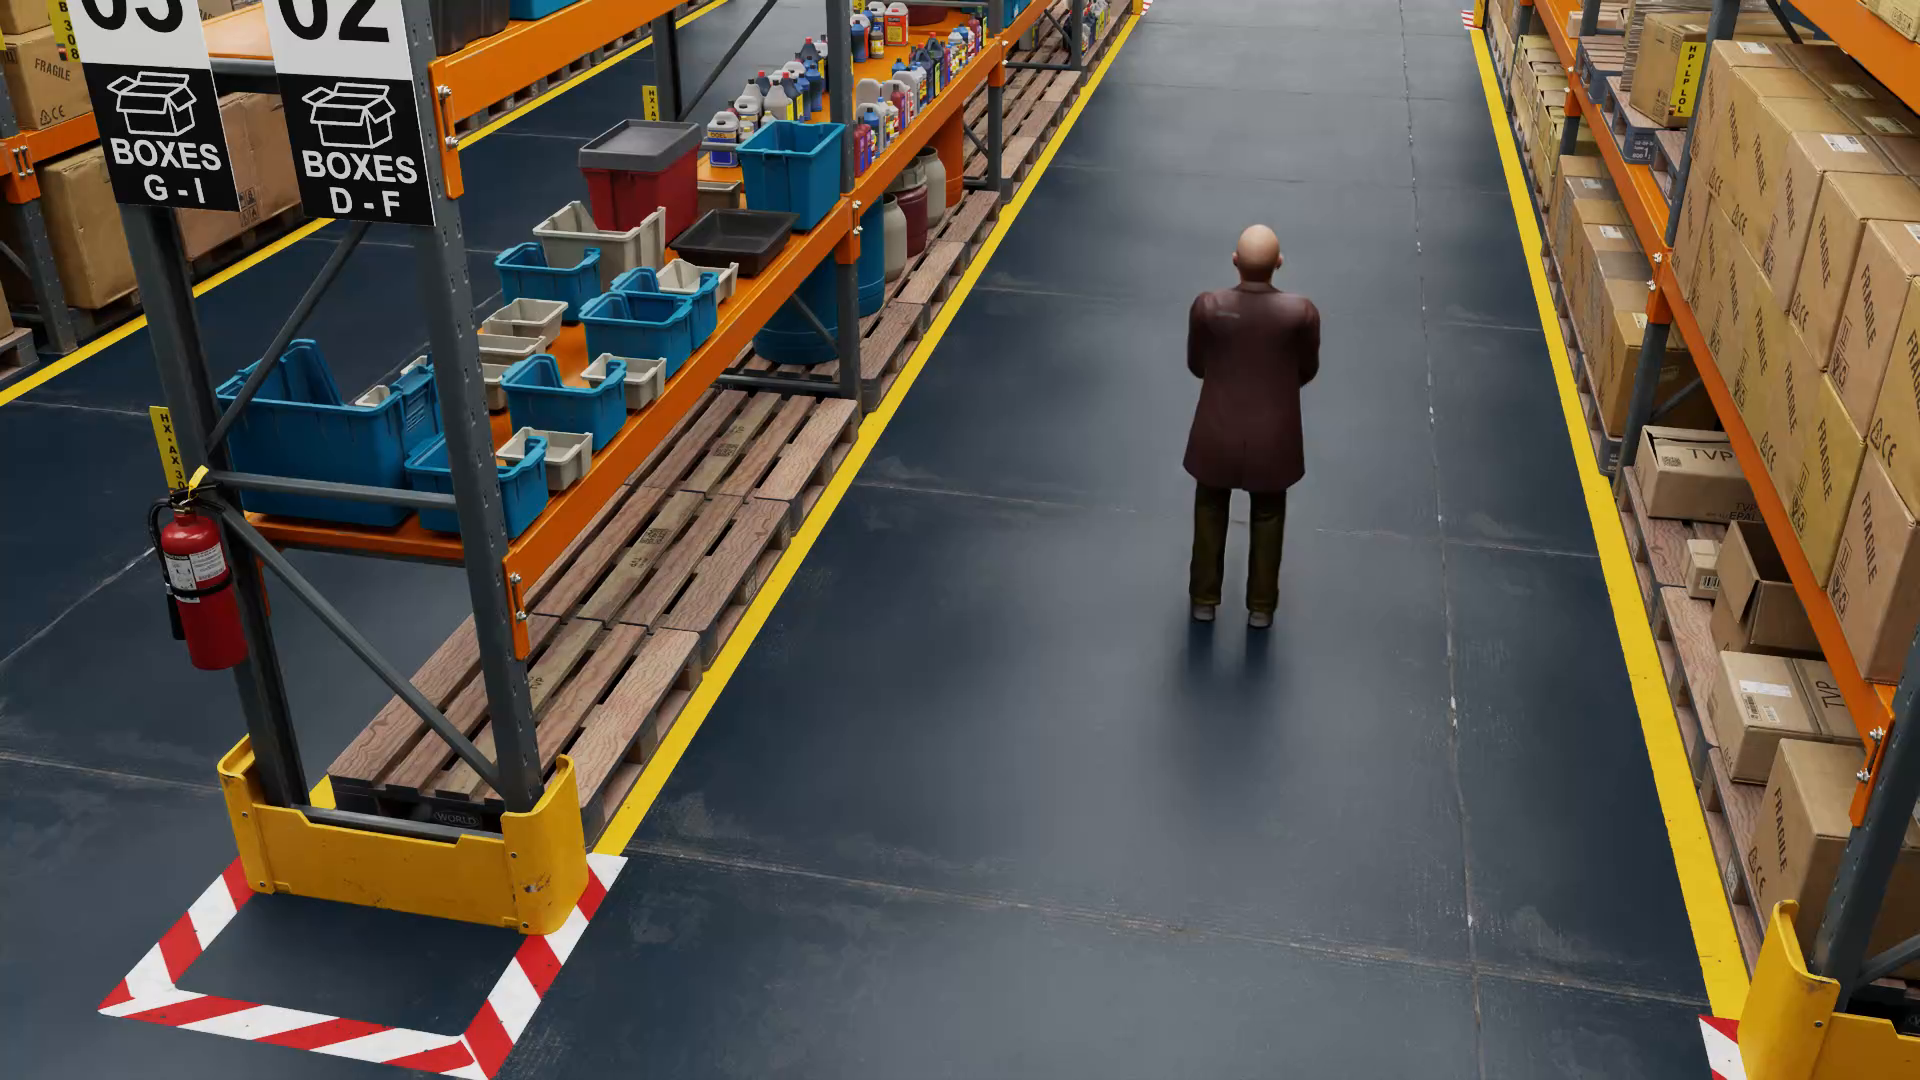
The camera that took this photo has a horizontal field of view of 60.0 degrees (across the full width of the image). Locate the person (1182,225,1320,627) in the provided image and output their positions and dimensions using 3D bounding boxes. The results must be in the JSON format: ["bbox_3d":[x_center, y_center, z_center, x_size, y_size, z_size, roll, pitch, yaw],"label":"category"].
[{"bbox_3d":[1.227,-0.519,7.093,0.542,1.779,0.538,6,29,10],"label":"person"}]
